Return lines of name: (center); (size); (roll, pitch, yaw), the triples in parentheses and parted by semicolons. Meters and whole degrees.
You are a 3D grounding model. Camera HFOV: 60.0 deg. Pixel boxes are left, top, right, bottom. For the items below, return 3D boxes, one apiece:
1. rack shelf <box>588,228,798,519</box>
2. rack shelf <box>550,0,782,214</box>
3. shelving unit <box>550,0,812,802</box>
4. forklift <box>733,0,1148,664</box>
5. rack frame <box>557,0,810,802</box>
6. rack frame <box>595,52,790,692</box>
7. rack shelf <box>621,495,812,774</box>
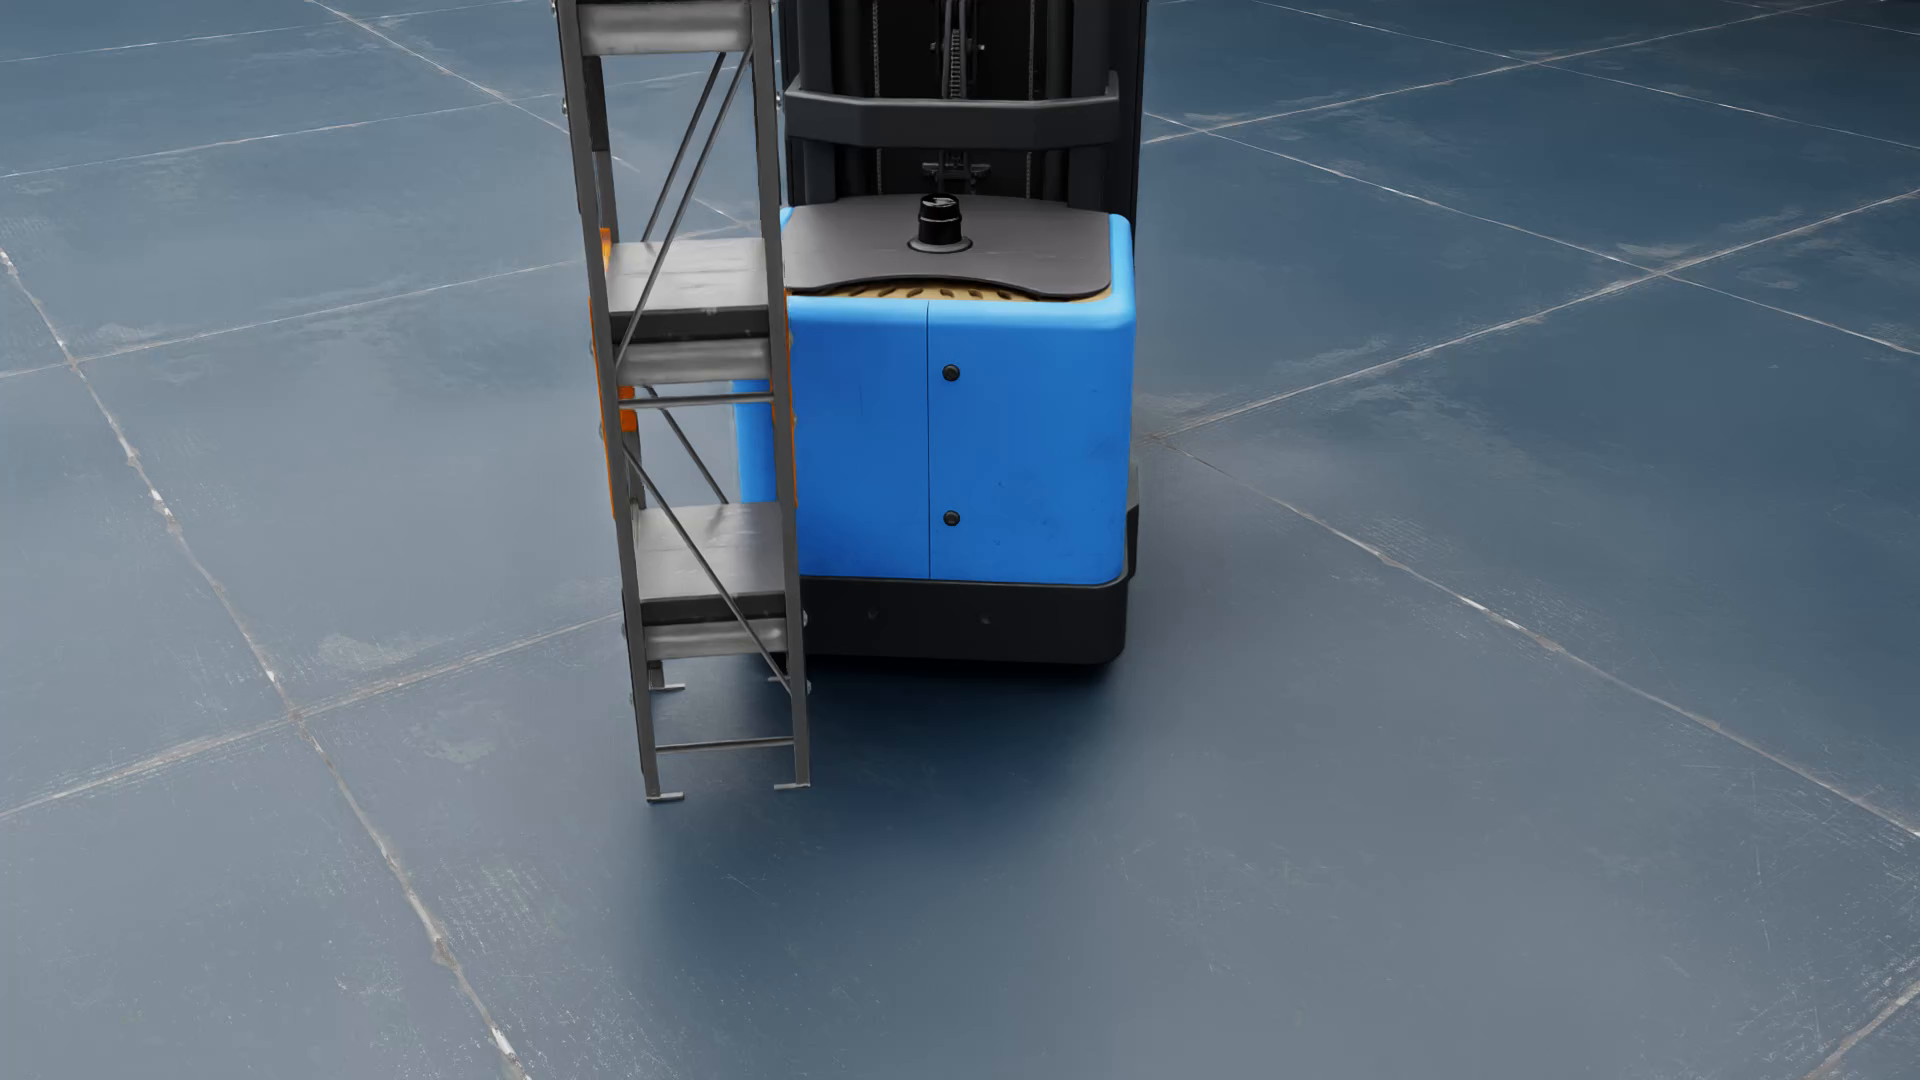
rack shelf: (-0.602, -0.400, 3.816); (0.431, 0.518, 0.480); (-4, 29, -7)
rack shelf: (-0.602, -1.015, 3.481); (0.431, 0.518, 0.480); (-4, 29, -7)
shelving unit: (-0.602, -0.412, 3.809); (0.431, 2.100, 0.503); (-4, 29, -7)
forklift: (0.025, -1.624, 5.169); (1.130, 2.935, 3.031); (2, 29, 3)
rack frame: (-0.569, -0.297, 3.597); (0.400, 2.100, 0.015); (-4, 29, -7)
rack frame: (-0.635, -0.528, 4.022); (0.400, 2.100, 0.015); (-4, 29, -7)
rack shelf: (-0.602, 0.215, 4.150); (0.431, 0.518, 0.480); (-4, 29, -7)
